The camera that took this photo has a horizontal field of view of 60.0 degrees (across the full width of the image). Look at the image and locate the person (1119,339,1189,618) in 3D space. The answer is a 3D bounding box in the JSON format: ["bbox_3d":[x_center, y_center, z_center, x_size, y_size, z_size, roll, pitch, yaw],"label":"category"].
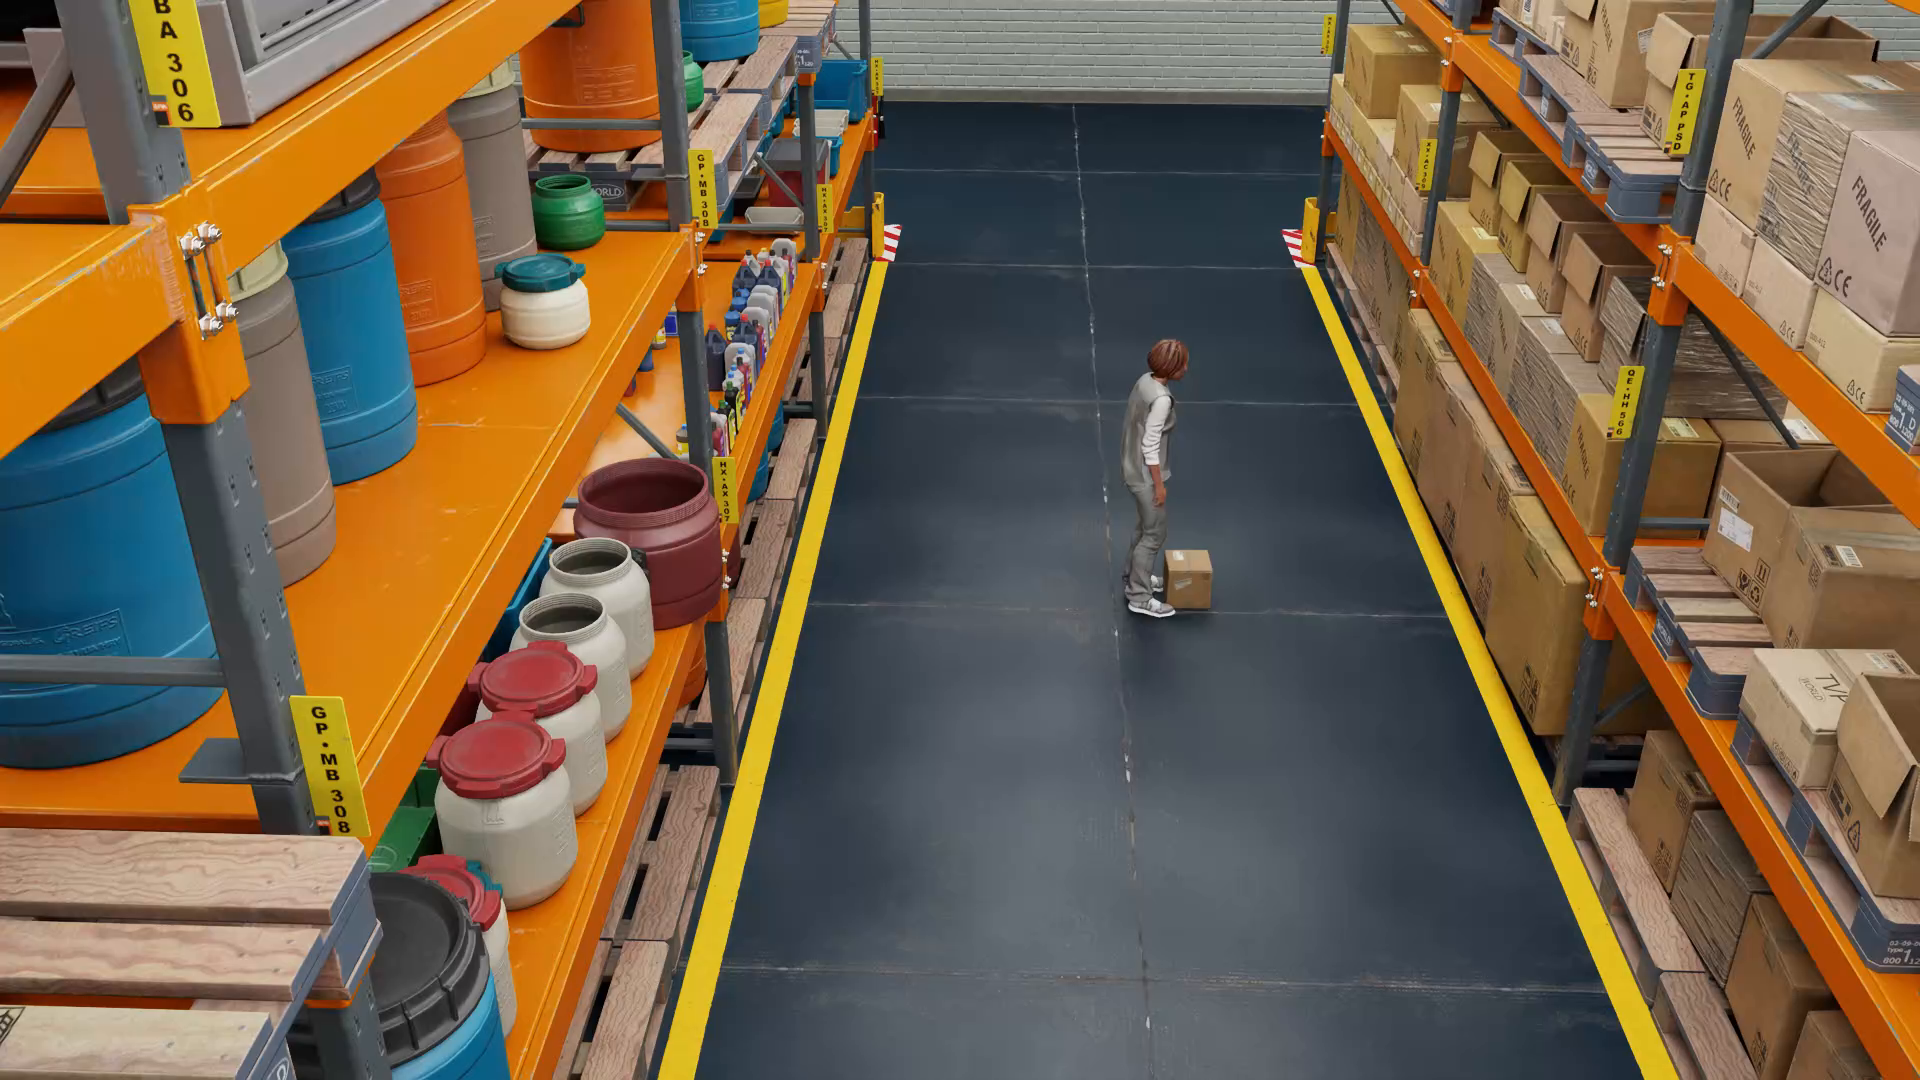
[{"bbox_3d":[1.068,-0.364,9.309,0.347,1.592,0.476,-1,28,-1],"label":"person"}]
